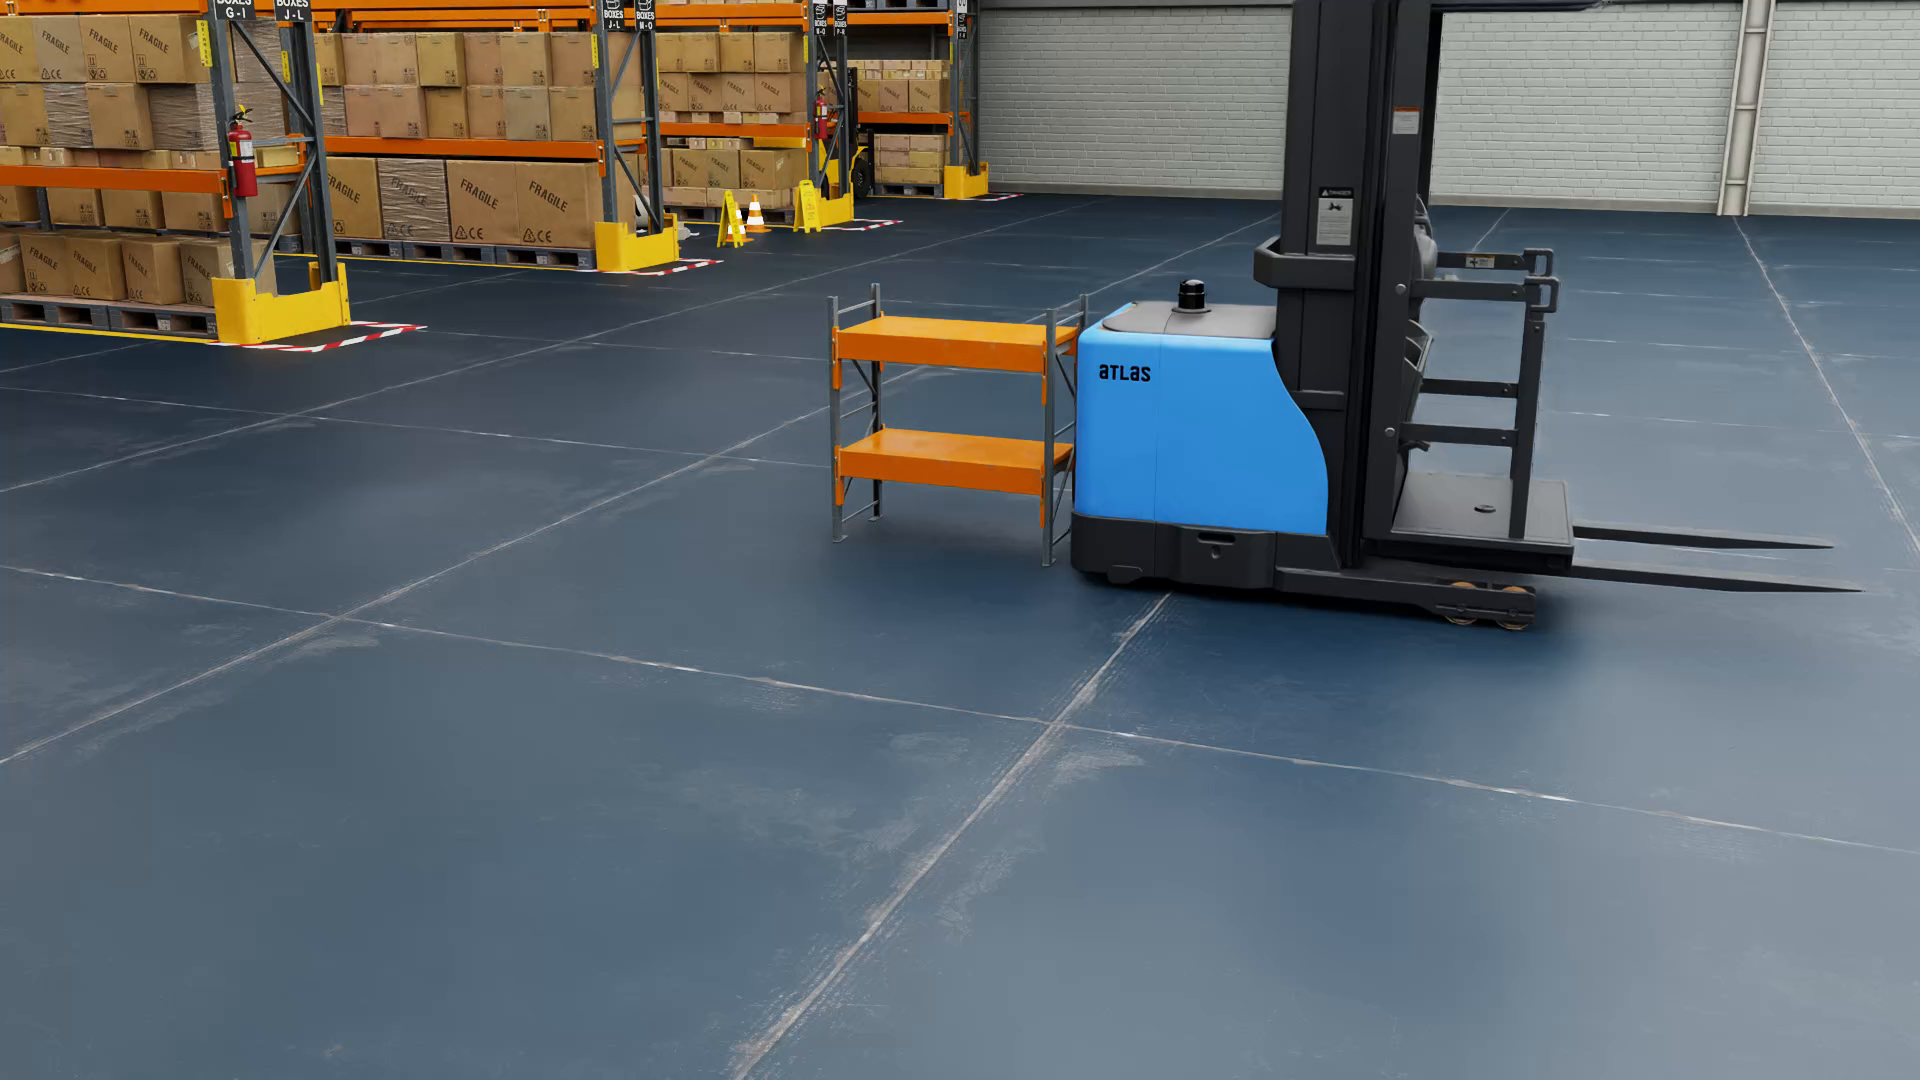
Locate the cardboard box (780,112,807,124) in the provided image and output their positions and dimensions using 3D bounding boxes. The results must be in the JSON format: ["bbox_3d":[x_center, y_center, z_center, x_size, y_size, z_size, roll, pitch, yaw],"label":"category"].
[{"bbox_3d":[-2.165,-5.544,21.841,0.250,0.149,0.380,7,18,22],"label":"cardboard box"}]

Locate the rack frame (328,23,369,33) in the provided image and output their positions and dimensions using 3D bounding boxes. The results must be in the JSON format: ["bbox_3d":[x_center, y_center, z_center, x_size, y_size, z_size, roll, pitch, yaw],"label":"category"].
[{"bbox_3d":[-11.084,-8.197,30.530,0.127,3.000,1.000,6,17,21],"label":"rack frame"}]

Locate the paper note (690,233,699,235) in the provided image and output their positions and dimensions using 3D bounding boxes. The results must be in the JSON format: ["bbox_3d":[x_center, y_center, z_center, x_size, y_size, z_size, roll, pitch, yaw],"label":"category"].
[{"bbox_3d":[-3.348,-3.837,20.834,0.142,0.019,0.148,0,16,1],"label":"paper note"}]

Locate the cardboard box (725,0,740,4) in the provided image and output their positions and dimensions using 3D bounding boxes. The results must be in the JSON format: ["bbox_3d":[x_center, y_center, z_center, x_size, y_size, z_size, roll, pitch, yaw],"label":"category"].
[{"bbox_3d":[-2.862,-7.062,21.690,0.250,0.149,0.380,6,17,21],"label":"cardboard box"}]

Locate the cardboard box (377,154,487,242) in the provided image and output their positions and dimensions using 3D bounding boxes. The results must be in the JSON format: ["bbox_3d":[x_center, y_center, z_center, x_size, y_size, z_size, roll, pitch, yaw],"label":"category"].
[{"bbox_3d":[-5.782,-3.805,18.457,0.875,0.875,0.875,6,17,21],"label":"cardboard box"}]

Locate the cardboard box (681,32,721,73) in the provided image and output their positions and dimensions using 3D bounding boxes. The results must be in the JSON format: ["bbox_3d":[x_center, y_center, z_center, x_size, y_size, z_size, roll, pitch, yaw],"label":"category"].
[{"bbox_3d":[-3.274,-6.428,21.929,0.500,0.500,0.700,6,17,20],"label":"cardboard box"}]

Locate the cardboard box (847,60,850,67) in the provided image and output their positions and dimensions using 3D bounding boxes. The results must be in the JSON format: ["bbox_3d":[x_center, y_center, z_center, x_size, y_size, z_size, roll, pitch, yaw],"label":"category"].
[{"bbox_3d":[-1.760,-7.610,26.629,0.250,0.149,0.380,7,17,21],"label":"cardboard box"}]

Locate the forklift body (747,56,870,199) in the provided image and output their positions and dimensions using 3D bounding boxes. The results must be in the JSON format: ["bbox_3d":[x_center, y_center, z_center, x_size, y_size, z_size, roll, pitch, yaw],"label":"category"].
[{"bbox_3d":[-2.354,-6.283,25.458,1.214,2.155,2.313,6,17,21],"label":"forklift body"}]

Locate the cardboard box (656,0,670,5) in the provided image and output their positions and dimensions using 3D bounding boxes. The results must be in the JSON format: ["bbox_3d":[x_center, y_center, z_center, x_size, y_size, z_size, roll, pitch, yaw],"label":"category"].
[{"bbox_3d":[-3.823,-7.157,22.018,0.250,0.149,0.380,6,17,21],"label":"cardboard box"}]

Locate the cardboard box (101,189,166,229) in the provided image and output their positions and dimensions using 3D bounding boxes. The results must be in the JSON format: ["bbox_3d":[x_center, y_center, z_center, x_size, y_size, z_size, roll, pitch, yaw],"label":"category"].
[{"bbox_3d":[-9.555,-4.153,19.882,0.750,0.750,1.050,7,17,21],"label":"cardboard box"}]

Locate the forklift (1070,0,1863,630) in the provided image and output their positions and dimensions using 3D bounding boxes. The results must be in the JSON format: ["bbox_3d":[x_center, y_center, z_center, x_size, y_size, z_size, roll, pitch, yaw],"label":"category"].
[{"bbox_3d":[2.043,-1.224,6.631,3.031,2.935,1.130,5,17,17],"label":"forklift"}]

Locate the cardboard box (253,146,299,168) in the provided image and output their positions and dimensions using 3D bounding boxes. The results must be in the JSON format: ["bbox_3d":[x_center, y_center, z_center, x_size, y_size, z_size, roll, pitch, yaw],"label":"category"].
[{"bbox_3d":[-5.552,-3.082,13.361,0.250,0.149,0.380,6,17,21],"label":"cardboard box"}]

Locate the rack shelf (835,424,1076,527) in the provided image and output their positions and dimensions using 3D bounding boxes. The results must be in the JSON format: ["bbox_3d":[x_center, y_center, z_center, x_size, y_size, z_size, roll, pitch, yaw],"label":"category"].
[{"bbox_3d":[-0.006,-0.306,7.587,1.000,0.278,0.538,6,17,21],"label":"rack shelf"}]

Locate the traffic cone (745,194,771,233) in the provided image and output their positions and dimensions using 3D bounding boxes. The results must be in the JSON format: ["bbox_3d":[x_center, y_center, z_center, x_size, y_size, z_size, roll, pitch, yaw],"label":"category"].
[{"bbox_3d":[-2.612,-4.173,21.218,0.334,0.463,0.336,6,17,21],"label":"traffic cone"}]

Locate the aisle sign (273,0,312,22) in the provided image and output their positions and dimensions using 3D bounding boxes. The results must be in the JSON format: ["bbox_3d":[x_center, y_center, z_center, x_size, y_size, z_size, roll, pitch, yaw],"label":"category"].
[{"bbox_3d":[-5.207,-4.432,12.896,0.004,0.787,0.394,6,17,21],"label":"aisle sign"}]

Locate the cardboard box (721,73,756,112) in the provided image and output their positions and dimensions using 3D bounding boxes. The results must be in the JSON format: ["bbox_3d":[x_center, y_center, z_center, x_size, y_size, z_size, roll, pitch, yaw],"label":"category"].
[{"bbox_3d":[-2.808,-5.909,21.936,0.500,0.500,0.500,6,17,21],"label":"cardboard box"}]

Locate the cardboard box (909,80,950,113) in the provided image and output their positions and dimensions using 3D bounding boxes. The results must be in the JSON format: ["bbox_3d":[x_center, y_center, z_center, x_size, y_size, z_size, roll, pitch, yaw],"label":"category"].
[{"bbox_3d":[-0.475,-7.000,26.226,0.500,0.500,0.500,6,17,19],"label":"cardboard box"}]

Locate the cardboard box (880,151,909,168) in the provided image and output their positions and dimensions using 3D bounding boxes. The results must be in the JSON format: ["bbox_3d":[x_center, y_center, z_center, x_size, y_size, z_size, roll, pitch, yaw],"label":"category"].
[{"bbox_3d":[-0.951,-6.114,26.635,0.500,0.250,0.500,6,17,20],"label":"cardboard box"}]

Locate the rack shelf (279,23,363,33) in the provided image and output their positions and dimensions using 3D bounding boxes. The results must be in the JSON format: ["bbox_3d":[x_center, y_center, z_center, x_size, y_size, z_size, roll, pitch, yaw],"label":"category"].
[{"bbox_3d":[-12.944,-9.497,30.917,4.000,0.370,1.077,6,17,21],"label":"rack shelf"}]

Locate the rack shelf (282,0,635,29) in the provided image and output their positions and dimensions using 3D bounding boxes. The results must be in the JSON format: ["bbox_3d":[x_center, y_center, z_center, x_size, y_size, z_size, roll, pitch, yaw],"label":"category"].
[{"bbox_3d":[-5.321,-5.688,17.795,4.000,0.370,1.077,6,17,21],"label":"rack shelf"}]

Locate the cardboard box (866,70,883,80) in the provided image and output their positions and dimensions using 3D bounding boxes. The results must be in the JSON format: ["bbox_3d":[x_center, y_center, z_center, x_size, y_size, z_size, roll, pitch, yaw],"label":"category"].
[{"bbox_3d":[-1.306,-7.396,26.428,0.250,0.149,0.380,6,17,19],"label":"cardboard box"}]

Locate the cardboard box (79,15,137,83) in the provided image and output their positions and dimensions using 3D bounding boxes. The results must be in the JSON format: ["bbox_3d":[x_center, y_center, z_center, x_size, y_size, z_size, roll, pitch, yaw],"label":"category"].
[{"bbox_3d":[-6.444,-3.825,12.962,0.500,0.500,0.500,6,17,21],"label":"cardboard box"}]

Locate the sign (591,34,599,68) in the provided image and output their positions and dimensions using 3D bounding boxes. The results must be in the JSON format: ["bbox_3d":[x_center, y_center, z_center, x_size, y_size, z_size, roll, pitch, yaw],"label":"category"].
[{"bbox_3d":[-3.673,-4.918,16.734,0.005,0.325,0.100,6,17,21],"label":"sign"}]

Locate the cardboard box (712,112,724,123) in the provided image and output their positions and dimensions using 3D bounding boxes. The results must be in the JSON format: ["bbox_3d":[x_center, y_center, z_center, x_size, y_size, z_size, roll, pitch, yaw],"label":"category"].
[{"bbox_3d":[-3.109,-5.654,22.221,0.250,0.149,0.380,7,17,21],"label":"cardboard box"}]

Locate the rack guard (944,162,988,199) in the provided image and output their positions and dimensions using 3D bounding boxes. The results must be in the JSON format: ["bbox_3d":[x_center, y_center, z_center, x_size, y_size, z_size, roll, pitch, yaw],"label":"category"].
[{"bbox_3d":[0.102,-5.767,26.642,0.348,0.500,1.175,6,17,21],"label":"rack guard"}]

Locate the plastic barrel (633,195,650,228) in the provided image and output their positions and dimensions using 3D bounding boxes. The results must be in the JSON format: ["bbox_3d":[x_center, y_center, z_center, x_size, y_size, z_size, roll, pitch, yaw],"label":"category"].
[{"bbox_3d":[-4.215,-4.263,21.600,0.512,0.421,0.421,-9,18,-27],"label":"plastic barrel"}]

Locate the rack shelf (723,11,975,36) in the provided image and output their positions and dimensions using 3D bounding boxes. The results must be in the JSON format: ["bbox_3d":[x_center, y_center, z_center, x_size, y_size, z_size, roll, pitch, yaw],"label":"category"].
[{"bbox_3d":[-1.781,-8.269,26.688,4.000,0.370,1.077,6,17,21],"label":"rack shelf"}]

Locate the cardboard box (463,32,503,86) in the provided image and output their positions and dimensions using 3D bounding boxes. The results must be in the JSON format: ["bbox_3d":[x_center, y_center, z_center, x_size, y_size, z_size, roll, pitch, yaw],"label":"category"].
[{"bbox_3d":[-4.808,-5.151,17.832,0.550,0.550,0.875,6,17,21],"label":"cardboard box"}]

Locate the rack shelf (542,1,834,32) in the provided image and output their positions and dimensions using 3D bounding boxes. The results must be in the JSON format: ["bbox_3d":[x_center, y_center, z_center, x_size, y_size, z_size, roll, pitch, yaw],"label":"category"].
[{"bbox_3d":[-3.599,-6.982,22.253,4.000,0.370,1.077,6,17,21],"label":"rack shelf"}]

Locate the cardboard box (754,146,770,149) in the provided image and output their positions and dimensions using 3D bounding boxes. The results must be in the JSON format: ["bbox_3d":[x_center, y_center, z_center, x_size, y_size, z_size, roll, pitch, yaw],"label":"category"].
[{"bbox_3d":[-2.898,-5.132,22.805,0.500,0.500,0.500,6,17,19],"label":"cardboard box"}]

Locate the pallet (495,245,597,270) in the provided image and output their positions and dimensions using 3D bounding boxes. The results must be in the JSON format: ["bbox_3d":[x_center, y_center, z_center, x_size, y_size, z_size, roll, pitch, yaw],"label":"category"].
[{"bbox_3d":[-4.233,-3.110,18.009,1.213,0.211,1.003,6,17,21],"label":"pallet"}]

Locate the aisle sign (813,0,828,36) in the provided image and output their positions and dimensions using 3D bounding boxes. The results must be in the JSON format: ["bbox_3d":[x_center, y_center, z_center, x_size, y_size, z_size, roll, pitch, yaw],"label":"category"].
[{"bbox_3d":[-1.787,-6.849,21.222,0.004,0.787,0.394,6,17,21],"label":"aisle sign"}]

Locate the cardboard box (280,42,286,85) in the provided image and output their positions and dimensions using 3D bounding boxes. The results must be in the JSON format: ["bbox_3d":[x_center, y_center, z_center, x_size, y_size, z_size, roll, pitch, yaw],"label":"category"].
[{"bbox_3d":[-7.646,-5.375,18.834,0.500,0.500,0.700,6,17,20],"label":"cardboard box"}]

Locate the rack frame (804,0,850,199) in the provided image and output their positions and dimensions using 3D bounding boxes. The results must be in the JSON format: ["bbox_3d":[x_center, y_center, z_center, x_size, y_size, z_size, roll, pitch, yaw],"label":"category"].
[{"bbox_3d":[-1.738,-5.682,21.866,0.127,3.000,1.000,6,17,21],"label":"rack frame"}]

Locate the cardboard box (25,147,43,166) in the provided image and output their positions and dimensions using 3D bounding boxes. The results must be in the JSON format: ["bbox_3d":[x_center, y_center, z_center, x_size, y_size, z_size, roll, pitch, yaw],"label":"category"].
[{"bbox_3d":[-7.356,-3.137,13.548,0.250,0.149,0.380,6,17,21],"label":"cardboard box"}]

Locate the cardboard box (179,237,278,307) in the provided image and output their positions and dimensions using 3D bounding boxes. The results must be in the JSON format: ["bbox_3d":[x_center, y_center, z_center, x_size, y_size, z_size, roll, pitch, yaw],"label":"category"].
[{"bbox_3d":[-5.949,-2.181,13.537,0.500,0.500,0.500,10,19,31],"label":"cardboard box"}]

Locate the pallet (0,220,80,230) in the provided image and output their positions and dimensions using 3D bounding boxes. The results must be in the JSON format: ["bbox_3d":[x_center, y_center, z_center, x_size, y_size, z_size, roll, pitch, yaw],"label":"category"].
[{"bbox_3d":[-11.629,-3.947,20.892,1.213,0.211,1.003,6,17,21],"label":"pallet"}]

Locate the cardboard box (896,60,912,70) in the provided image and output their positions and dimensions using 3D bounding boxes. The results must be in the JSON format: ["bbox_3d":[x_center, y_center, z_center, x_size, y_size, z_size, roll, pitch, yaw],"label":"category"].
[{"bbox_3d":[-0.825,-7.491,26.221,0.250,0.149,0.380,7,17,22],"label":"cardboard box"}]

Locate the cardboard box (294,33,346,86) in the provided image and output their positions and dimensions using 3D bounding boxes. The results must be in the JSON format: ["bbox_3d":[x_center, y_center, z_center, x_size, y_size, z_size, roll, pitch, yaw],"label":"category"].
[{"bbox_3d":[-6.851,-5.341,18.485,0.550,0.550,0.875,6,17,21],"label":"cardboard box"}]

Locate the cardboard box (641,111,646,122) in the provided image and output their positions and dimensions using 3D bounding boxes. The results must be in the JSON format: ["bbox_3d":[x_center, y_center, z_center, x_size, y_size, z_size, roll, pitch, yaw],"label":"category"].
[{"bbox_3d":[-4.098,-5.722,22.454,0.250,0.149,0.380,6,17,21],"label":"cardboard box"}]

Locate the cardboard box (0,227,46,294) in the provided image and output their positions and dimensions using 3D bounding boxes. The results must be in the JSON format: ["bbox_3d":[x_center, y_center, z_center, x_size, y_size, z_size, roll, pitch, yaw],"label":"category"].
[{"bbox_3d":[-8.203,-2.414,14.340,0.500,0.500,0.500,13,21,38],"label":"cardboard box"}]

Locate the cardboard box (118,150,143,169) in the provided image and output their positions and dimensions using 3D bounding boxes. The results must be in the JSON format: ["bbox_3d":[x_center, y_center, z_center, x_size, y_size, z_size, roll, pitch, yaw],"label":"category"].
[{"bbox_3d":[-6.426,-3.034,13.196,0.250,0.149,0.380,6,17,21],"label":"cardboard box"}]

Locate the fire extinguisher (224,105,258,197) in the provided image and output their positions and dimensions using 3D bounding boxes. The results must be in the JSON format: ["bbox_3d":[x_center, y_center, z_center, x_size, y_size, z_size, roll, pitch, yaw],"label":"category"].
[{"bbox_3d":[-5.437,-2.943,12.571,0.183,0.674,0.296,6,17,21],"label":"fire extinguisher"}]

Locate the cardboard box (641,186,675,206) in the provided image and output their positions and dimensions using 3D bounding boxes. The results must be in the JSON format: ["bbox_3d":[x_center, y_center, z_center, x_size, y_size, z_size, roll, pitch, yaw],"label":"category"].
[{"bbox_3d":[-4.014,-4.737,22.788,0.500,0.250,0.500,6,17,20],"label":"cardboard box"}]

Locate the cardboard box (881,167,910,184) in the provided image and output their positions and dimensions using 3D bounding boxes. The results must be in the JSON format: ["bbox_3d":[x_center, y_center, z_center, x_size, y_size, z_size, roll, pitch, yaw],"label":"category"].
[{"bbox_3d":[-0.933,-5.870,26.693,0.500,0.250,0.500,6,17,21],"label":"cardboard box"}]

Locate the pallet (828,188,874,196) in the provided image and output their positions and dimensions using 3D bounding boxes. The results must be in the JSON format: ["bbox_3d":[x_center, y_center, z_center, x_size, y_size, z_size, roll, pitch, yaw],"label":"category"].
[{"bbox_3d":[-1.778,-5.823,27.354,1.213,0.211,1.003,6,17,21],"label":"pallet"}]

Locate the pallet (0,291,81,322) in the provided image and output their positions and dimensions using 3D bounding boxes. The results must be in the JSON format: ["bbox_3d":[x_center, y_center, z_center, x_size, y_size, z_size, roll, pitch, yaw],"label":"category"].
[{"bbox_3d":[-8.458,-2.122,14.606,1.213,0.211,1.003,6,17,21],"label":"pallet"}]

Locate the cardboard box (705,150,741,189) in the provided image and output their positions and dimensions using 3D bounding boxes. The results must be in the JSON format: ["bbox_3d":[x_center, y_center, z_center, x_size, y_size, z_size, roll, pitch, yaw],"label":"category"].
[{"bbox_3d":[-3.066,-4.990,22.316,0.500,0.500,0.500,7,18,23],"label":"cardboard box"}]

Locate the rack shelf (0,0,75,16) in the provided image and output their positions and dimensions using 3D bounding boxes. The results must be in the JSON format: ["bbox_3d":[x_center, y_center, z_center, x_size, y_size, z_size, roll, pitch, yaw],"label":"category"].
[{"bbox_3d":[-12.763,-6.506,20.614,4.000,0.370,1.077,6,17,21],"label":"rack shelf"}]

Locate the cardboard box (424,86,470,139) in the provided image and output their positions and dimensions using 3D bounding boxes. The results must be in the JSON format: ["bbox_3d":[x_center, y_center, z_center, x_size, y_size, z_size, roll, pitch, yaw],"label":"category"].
[{"bbox_3d":[-5.325,-4.670,18.111,0.500,0.550,0.875,6,17,21],"label":"cardboard box"}]

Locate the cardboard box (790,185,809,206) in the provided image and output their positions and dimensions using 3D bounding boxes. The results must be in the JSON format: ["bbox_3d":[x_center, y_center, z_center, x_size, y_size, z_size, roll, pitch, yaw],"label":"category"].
[{"bbox_3d":[-2.387,-4.717,22.722,0.500,0.250,0.500,6,17,20],"label":"cardboard box"}]

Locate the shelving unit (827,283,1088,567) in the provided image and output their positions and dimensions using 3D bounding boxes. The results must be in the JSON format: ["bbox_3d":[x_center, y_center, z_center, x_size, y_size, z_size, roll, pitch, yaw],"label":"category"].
[{"bbox_3d":[-0.006,-0.541,7.519,1.048,1.125,0.538,6,17,21],"label":"shelving unit"}]

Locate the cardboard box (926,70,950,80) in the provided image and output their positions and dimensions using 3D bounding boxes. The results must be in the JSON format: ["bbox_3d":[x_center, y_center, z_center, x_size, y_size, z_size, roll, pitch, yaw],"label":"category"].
[{"bbox_3d":[-0.346,-7.292,26.069,0.250,0.149,0.380,7,17,21],"label":"cardboard box"}]

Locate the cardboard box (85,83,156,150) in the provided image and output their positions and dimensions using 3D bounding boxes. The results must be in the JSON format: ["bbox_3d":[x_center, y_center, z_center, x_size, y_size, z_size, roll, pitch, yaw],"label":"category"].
[{"bbox_3d":[-6.385,-3.386,13.244,0.500,0.500,0.875,6,17,21],"label":"cardboard box"}]

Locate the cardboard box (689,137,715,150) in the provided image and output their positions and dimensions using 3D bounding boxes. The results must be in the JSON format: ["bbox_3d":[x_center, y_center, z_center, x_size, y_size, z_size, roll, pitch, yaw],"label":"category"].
[{"bbox_3d":[-3.423,-5.323,22.300,0.250,0.149,0.380,7,18,23],"label":"cardboard box"}]
